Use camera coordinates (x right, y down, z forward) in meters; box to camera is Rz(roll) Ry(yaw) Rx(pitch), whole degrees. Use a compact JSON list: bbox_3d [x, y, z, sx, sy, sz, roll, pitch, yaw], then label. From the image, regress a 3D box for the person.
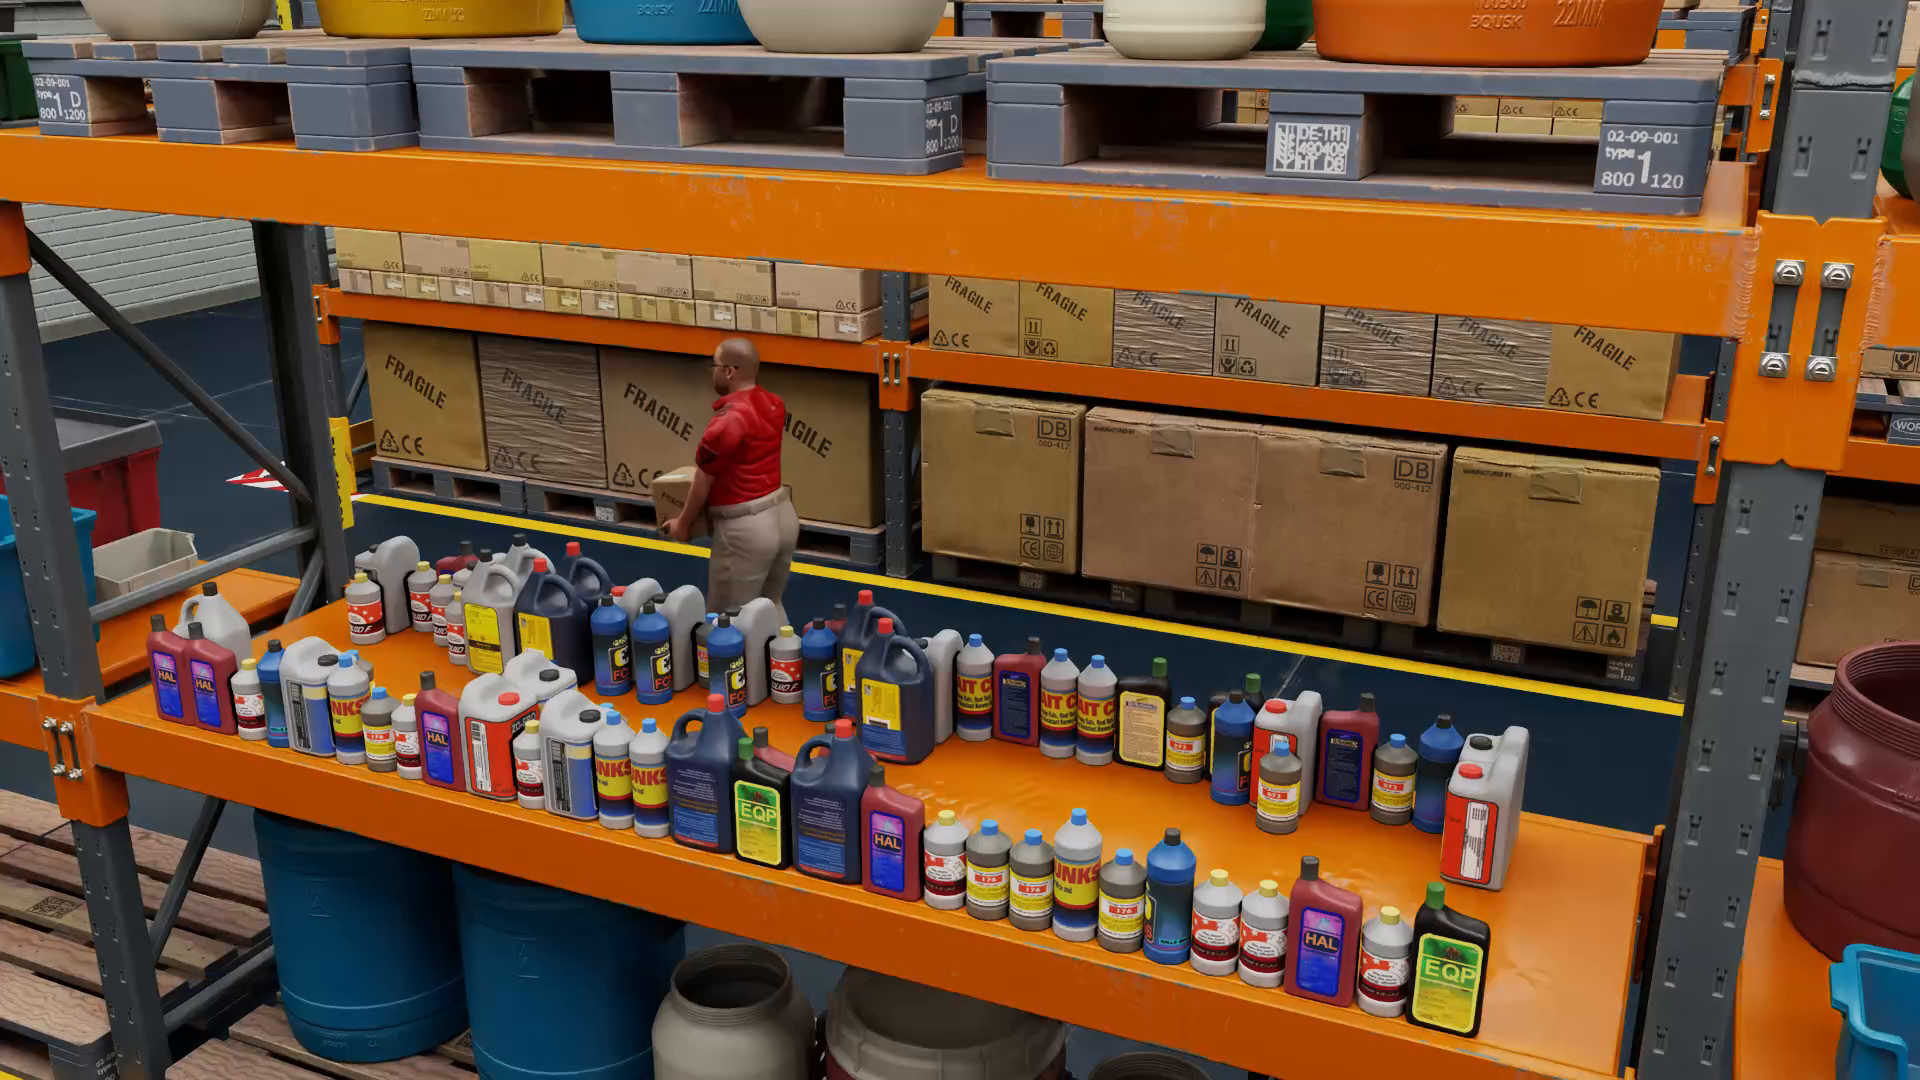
[{"bbox_3d":[-0.991,0.006,7.223,0.548,1.639,0.459,8,20,22],"label":"person"}]
